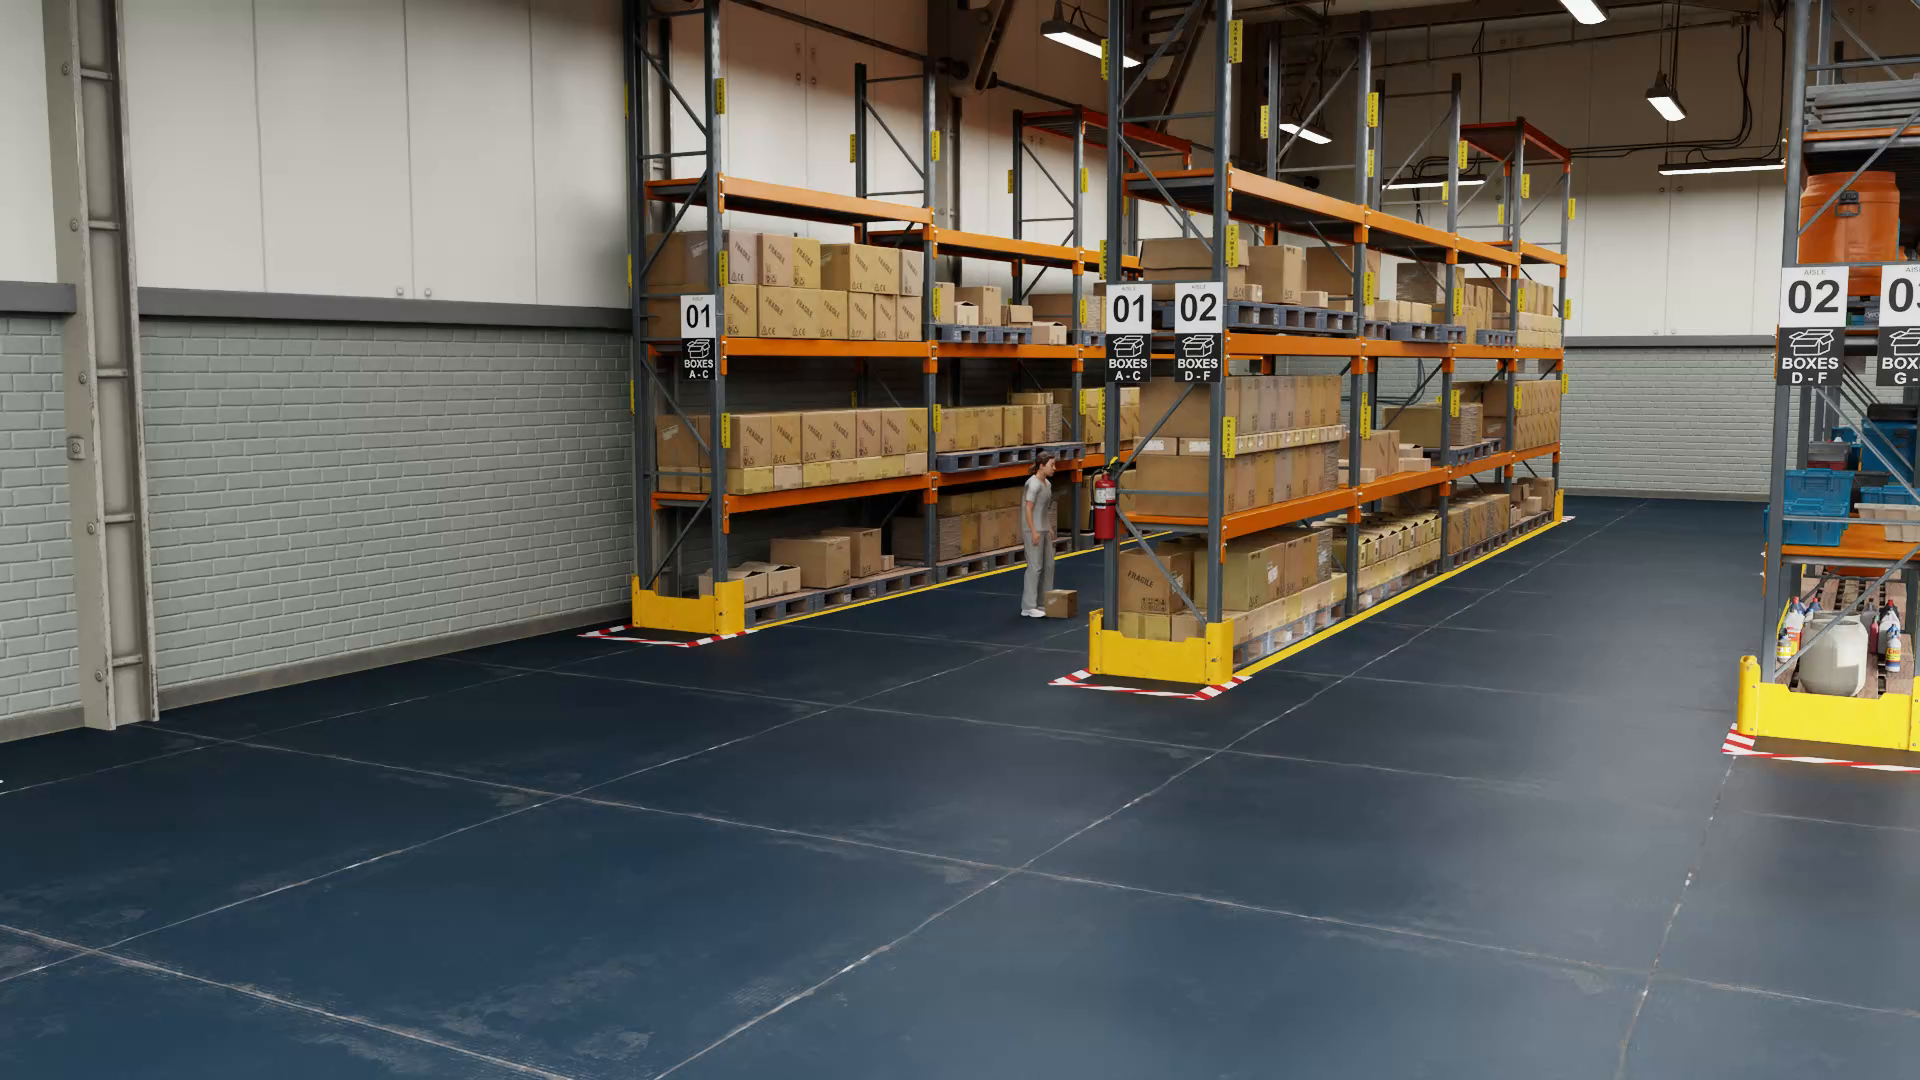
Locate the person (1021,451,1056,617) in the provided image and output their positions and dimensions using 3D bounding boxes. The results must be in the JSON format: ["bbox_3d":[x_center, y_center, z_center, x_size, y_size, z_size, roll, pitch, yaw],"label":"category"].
[{"bbox_3d":[0.836,-0.069,16.986,0.407,1.673,0.511,3,7,26],"label":"person"}]
